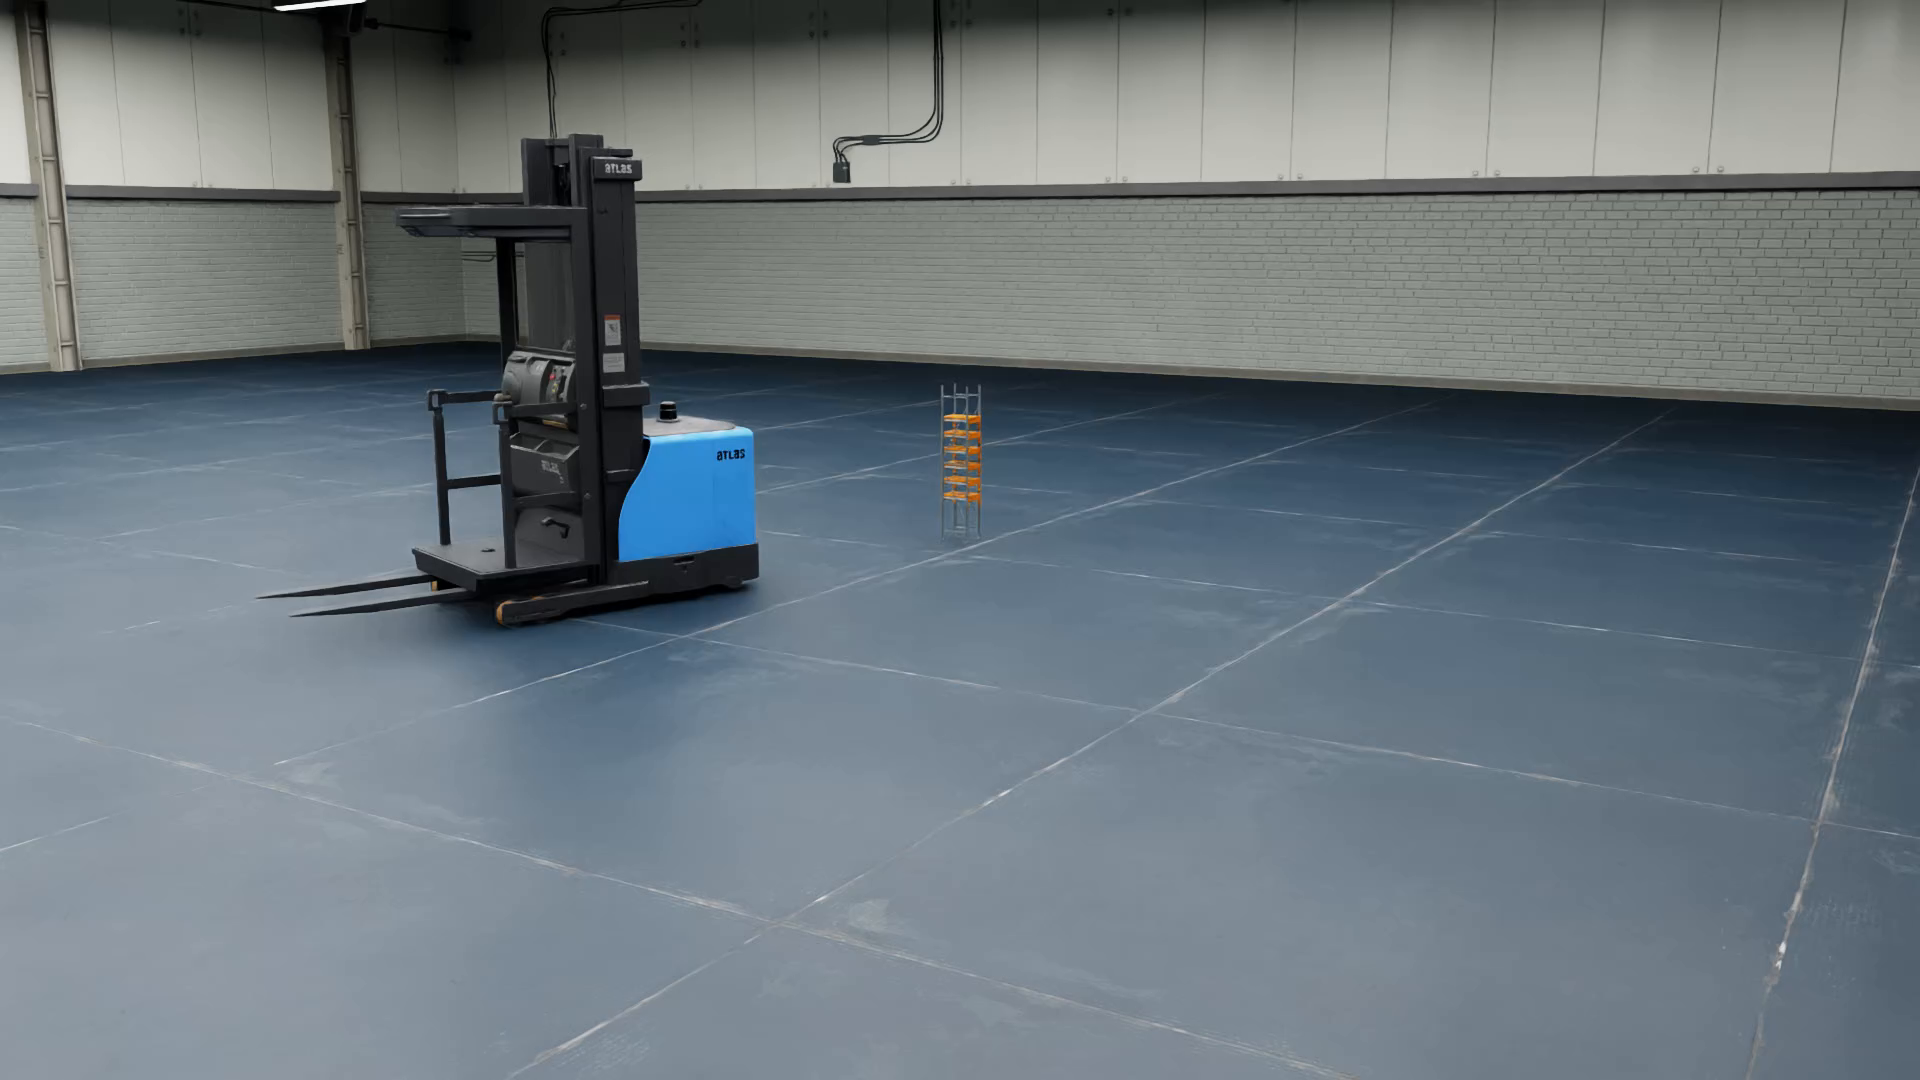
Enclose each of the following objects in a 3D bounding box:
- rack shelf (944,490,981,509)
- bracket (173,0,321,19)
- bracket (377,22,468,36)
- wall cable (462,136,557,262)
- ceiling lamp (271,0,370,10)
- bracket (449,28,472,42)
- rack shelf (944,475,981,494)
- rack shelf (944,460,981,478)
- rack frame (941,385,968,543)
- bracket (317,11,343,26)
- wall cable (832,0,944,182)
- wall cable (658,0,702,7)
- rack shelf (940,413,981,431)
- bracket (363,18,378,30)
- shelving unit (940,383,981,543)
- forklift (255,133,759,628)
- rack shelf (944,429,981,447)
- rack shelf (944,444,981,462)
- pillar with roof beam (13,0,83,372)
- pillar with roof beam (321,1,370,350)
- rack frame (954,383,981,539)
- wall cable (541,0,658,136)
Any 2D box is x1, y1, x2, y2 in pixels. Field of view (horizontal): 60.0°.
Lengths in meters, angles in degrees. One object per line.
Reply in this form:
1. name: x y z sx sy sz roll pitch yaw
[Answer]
1. rack shelf: 0.008 -0.312 12.823 0.258 0.103 0.180 6 12 31
2. bracket: -13.317 -9.512 29.442 0.076 0.066 4.783 6 12 31
3. bracket: -10.625 -10.328 33.799 0.076 0.066 3.189 6 12 31
4. wall cable: -9.408 -7.058 34.553 3.097 2.526 0.112 6 12 31
5. ceiling lamp: -10.014 -10.055 26.261 2.000 3.185 0.800 6 12 31
6. bracket: -10.318 -10.421 34.295 0.235 0.232 0.430 6 12 31
7. rack shelf: 0.008 -0.430 12.801 0.258 0.103 0.180 6 12 31
8. rack shelf: 0.008 -0.548 12.779 0.258 0.103 0.180 6 12 31
9. rack frame: -0.040 -0.578 12.694 0.240 1.200 0.006 6 12 31
10. bracket: -11.979 -9.917 31.607 0.235 0.232 0.430 6 12 31
11. wall cable: -1.302 -9.346 29.097 2.305 6.003 0.169 6 12 31
12. wall cable: -4.450 -11.222 30.710 3.097 2.526 0.112 6 12 31
13. rack shelf: 0.007 -0.902 12.712 0.258 0.103 0.180 6 12 31
14. bracket: -11.548 -10.048 32.304 0.235 0.232 0.430 6 12 31
15. shelving unit: 0.008 -0.592 12.770 0.258 1.200 0.189 6 12 31
16. forklift: -2.810 -1.018 10.339 3.031 2.935 1.130 -9 14 -39
17. rack shelf: 0.007 -0.784 12.734 0.258 0.103 0.180 6 12 31
18. rack shelf: 0.008 -0.666 12.757 0.258 0.103 0.180 6 12 31
19. pillar with roof beam: -11.503 -6.892 25.230 9.100 9.000 0.548 6 12 31
20. pillar with roof beam: -8.388 -7.836 30.271 9.100 9.000 0.548 6 12 31
21. rack frame: 0.055 -0.606 12.847 0.240 1.200 0.006 6 12 31
22. wall cable: -7.095 -9.282 32.708 3.097 2.526 0.112 6 12 31
